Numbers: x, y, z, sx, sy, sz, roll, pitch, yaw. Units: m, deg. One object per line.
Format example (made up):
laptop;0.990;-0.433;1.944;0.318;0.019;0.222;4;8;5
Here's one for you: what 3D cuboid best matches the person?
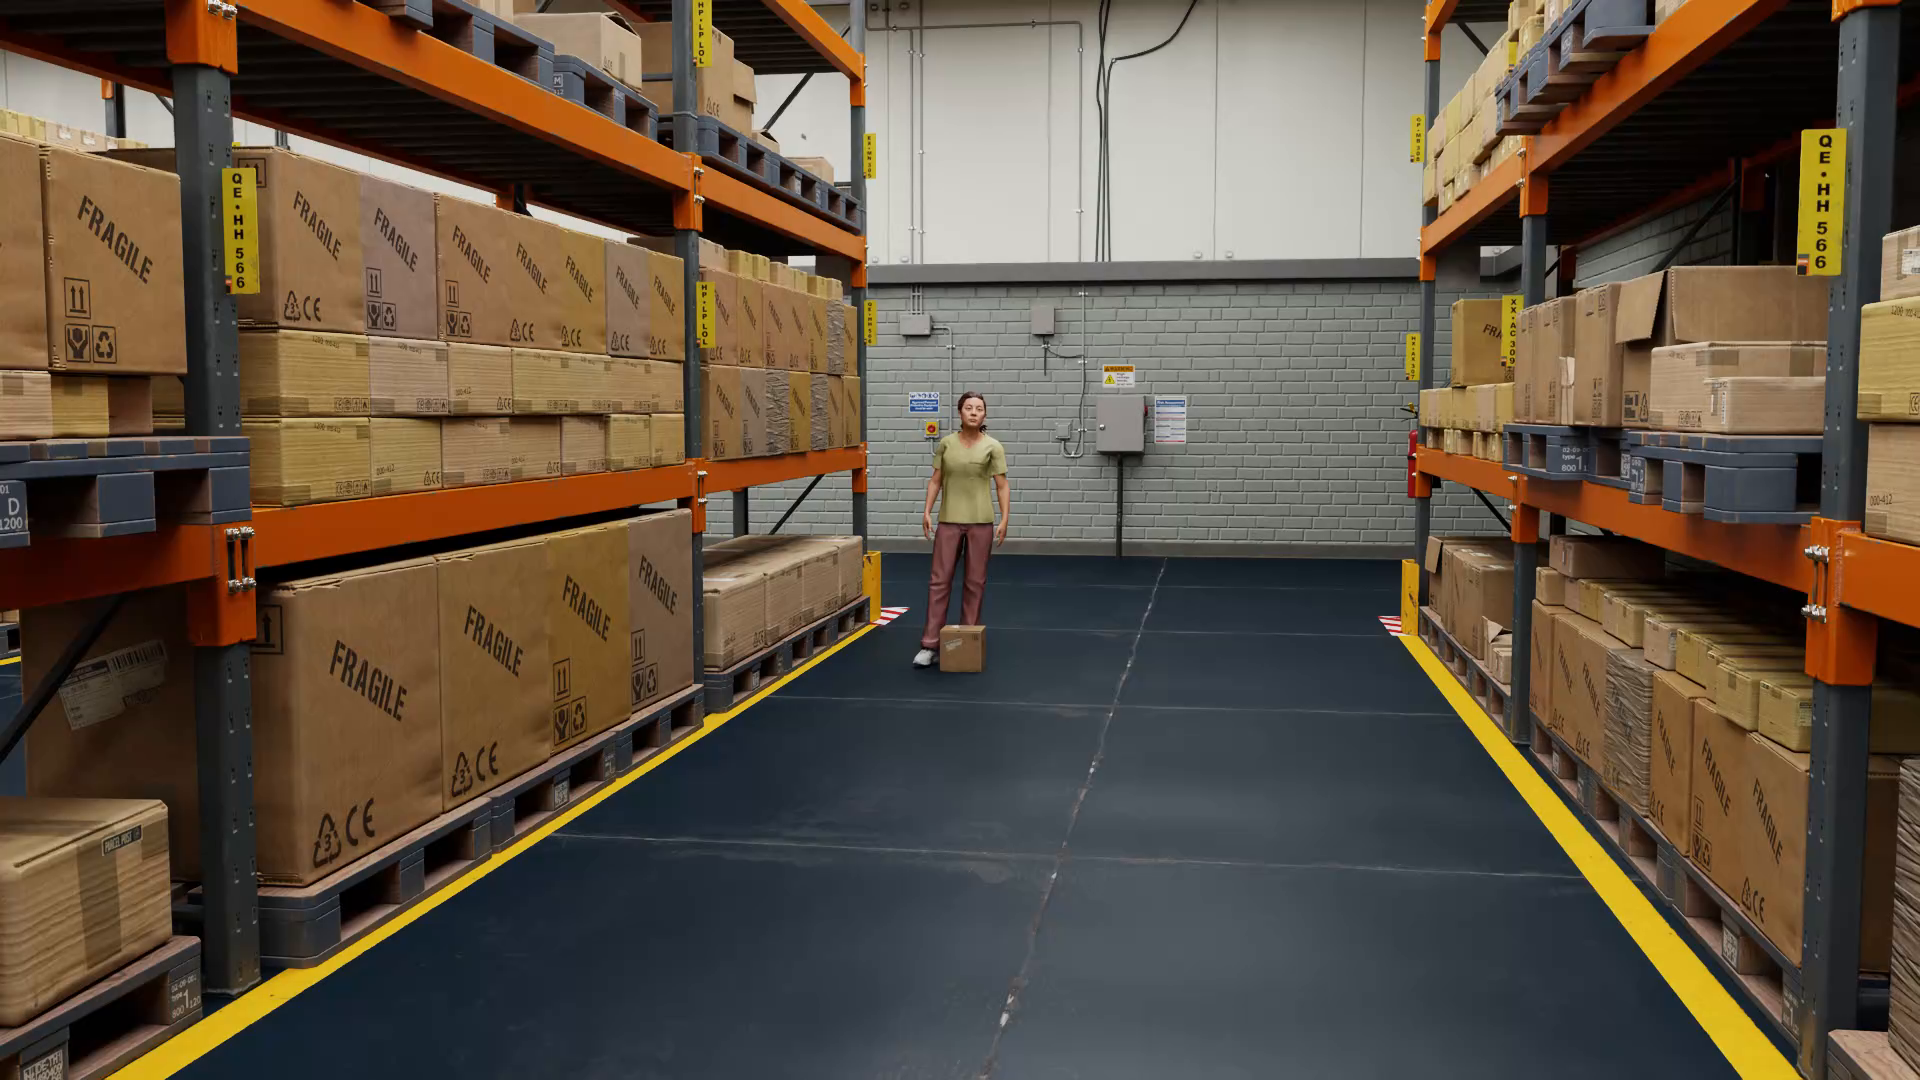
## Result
person;0.019;-0.079;10.234;0.553;1.675;0.549;1;5;9
